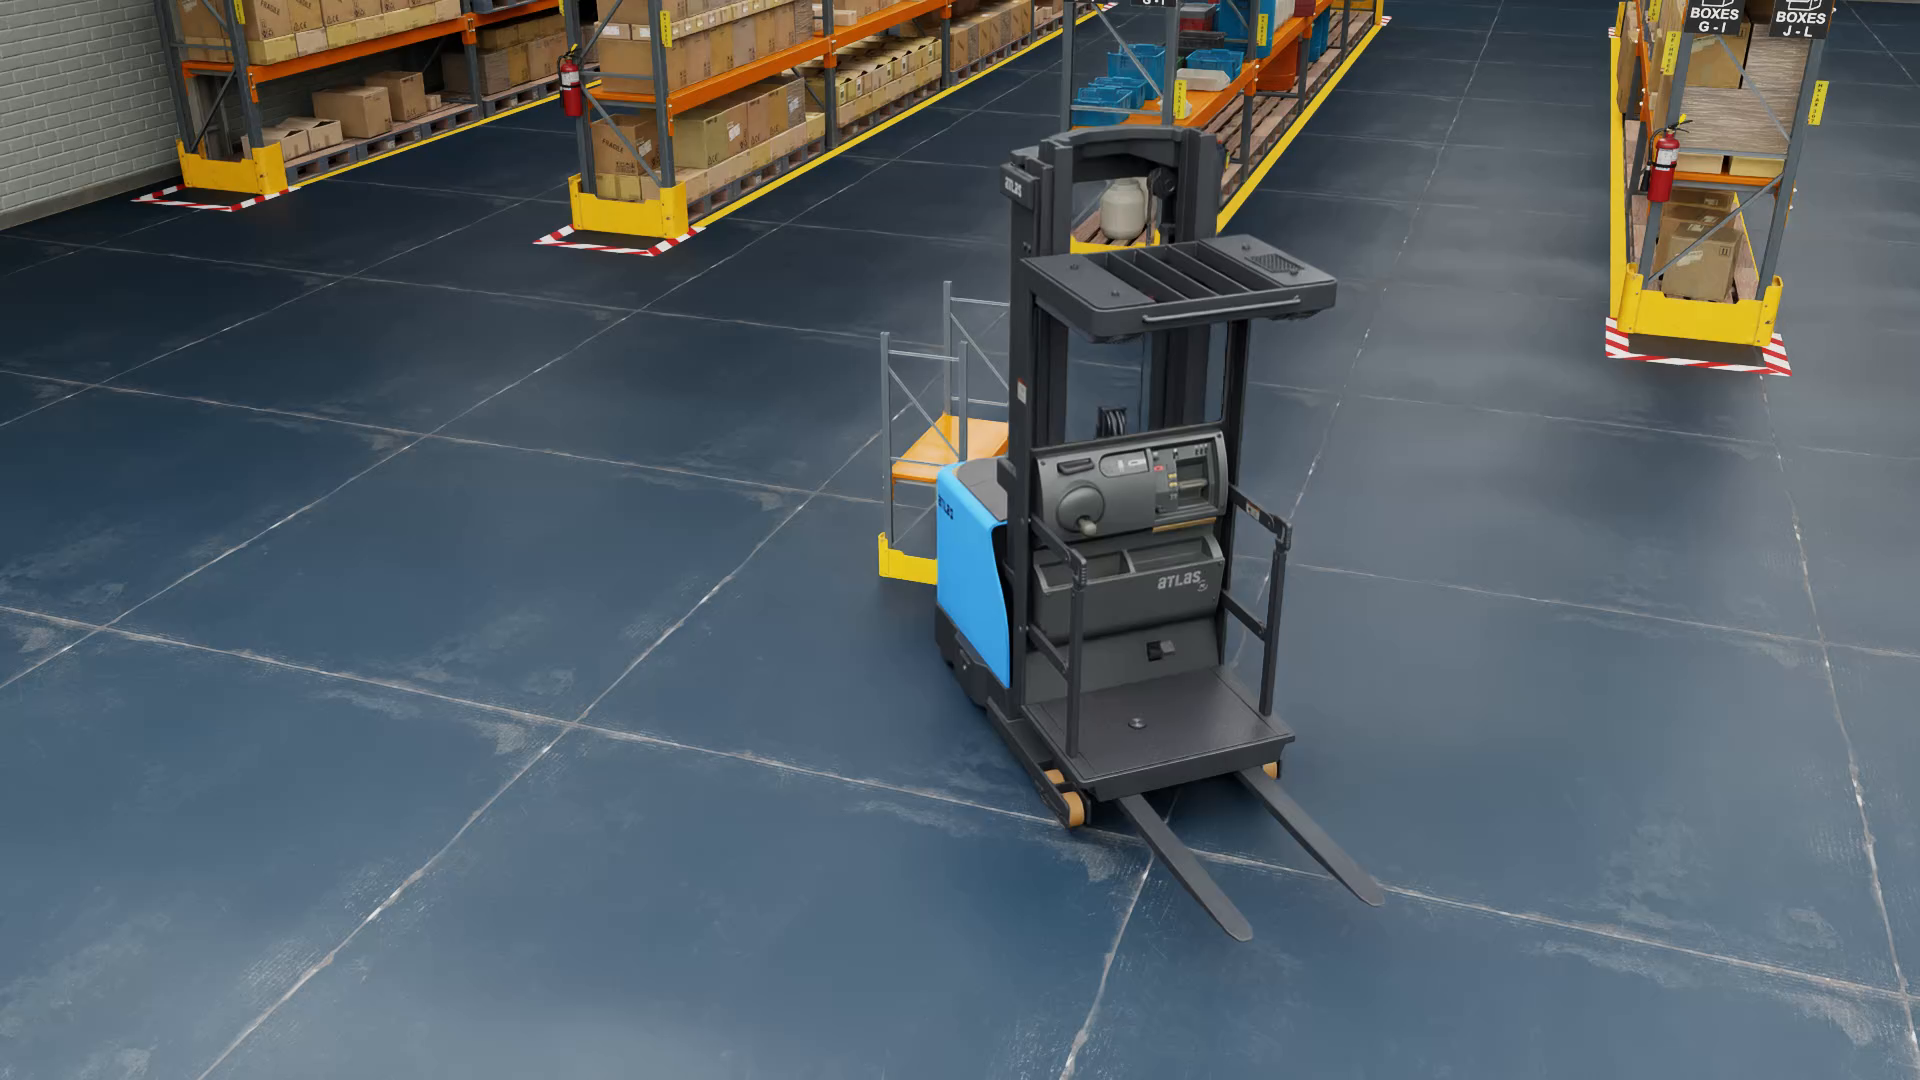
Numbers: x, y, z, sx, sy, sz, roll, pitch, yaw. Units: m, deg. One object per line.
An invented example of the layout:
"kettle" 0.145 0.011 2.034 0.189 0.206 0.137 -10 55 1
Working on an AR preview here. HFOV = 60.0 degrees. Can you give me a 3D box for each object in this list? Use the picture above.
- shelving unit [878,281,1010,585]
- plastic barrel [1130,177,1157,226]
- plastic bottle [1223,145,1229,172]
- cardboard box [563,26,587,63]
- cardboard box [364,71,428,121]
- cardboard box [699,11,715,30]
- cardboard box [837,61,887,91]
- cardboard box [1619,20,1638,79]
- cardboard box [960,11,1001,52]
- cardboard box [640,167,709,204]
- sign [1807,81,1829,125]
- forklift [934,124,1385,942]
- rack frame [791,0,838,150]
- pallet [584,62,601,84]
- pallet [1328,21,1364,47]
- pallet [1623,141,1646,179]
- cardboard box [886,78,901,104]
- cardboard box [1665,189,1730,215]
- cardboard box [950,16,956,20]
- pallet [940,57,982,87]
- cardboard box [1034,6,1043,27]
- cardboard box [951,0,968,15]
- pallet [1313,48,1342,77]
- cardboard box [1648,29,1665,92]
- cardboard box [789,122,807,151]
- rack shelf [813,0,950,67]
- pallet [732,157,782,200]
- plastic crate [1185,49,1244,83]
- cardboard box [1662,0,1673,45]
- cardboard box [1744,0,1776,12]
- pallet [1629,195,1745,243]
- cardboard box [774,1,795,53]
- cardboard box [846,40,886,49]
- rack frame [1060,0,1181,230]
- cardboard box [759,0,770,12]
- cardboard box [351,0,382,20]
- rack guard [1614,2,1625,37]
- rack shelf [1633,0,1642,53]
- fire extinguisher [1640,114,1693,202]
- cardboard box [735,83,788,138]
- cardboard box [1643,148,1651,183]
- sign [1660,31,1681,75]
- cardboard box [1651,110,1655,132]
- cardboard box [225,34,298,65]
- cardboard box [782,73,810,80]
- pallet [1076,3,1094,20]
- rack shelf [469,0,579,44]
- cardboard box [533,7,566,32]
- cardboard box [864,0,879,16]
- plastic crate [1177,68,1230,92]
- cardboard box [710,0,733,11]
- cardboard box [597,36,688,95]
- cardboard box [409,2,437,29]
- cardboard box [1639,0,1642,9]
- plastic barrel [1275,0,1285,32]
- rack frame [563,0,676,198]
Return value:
"shelving unit" -0.025 -0.644 9.858 0.587 1.500 1.083 9 27 17
"plastic barrel" 1.690 -3.311 16.020 0.421 0.512 0.421 0 26 0
"plastic bottle" 2.858 -4.128 17.947 0.061 0.283 0.133 10 28 20
"cardboard box" -5.775 -7.054 23.740 0.700 0.500 0.500 9 27 17
"cardboard box" -6.943 -5.476 20.481 0.500 0.500 0.500 7 27 14
"cardboard box" -2.704 -5.256 16.804 0.380 0.149 0.250 8 27 17
"cardboard box" -1.247 -5.874 20.969 0.500 0.311 0.500 8 27 16
"cardboard box" 9.262 -6.202 21.574 1.225 0.875 0.875 9 27 18
"cardboard box" 0.299 -7.617 24.904 0.500 0.500 0.500 8 27 16
"cardboard box" -2.905 -3.614 16.946 0.500 0.250 0.500 9 27 17
"sign" 6.559 -3.347 12.728 0.100 0.325 0.005 9 27 17
"forklift" 0.865 -0.217 7.335 1.130 2.935 3.031 -10 27 -19
"rack frame" -1.962 -6.118 19.444 1.000 3.000 0.127 9 27 17
"pallet" -5.565 -6.903 24.265 1.003 0.211 1.213 9 27 17
"pallet" 5.982 -8.242 27.030 1.003 0.211 1.213 9 27 17
"pallet" 8.040 -4.248 18.782 1.003 0.211 1.213 9 27 17
"cardboard box" -1.083 -5.832 21.526 0.500 0.250 0.500 9 27 18
"cardboard box" 6.663 -2.860 15.101 0.500 0.500 0.500 11 28 22
"cardboard box" -0.369 -7.466 24.592 0.500 0.500 0.500 8 27 16
"pallet" -0.347 -6.808 24.069 1.003 0.211 1.213 9 27 17
"cardboard box" 1.044 -8.535 27.016 0.500 0.311 0.500 9 27 17
"cardboard box" -0.190 -8.036 24.908 0.500 0.250 0.500 8 27 16
"pallet" 5.074 -7.120 24.713 1.003 0.211 1.213 9 27 17
"cardboard box" 6.971 -4.483 15.610 0.875 0.500 0.500 9 27 17
"cardboard box" -2.086 -4.643 19.072 0.500 0.250 0.500 9 27 17
"rack shelf" -1.297 -6.616 21.299 1.077 0.370 4.000 9 27 17
"pallet" -2.671 -4.039 18.351 1.003 0.211 1.213 9 27 17
"plastic crate" 2.595 -4.837 16.969 0.499 0.251 0.616 9 27 17
"cardboard box" 6.657 -4.750 15.015 0.500 0.500 0.500 9 27 17
"cardboard box" 6.825 -4.262 14.007 0.500 0.500 0.500 9 27 17
"pallet" 7.188 -3.144 16.501 1.003 0.211 1.213 9 27 17
"cardboard box" -2.273 -5.762 18.594 0.700 0.500 0.500 8 27 17
"cardboard box" -1.249 -6.576 22.420 0.500 0.311 0.500 8 27 16
"rack frame" 1.376 -3.755 14.563 1.000 3.000 0.127 9 27 17
"cardboard box" -2.275 -5.791 17.909 0.380 0.149 0.250 10 27 19
"cardboard box" -7.011 -6.250 19.005 0.500 0.500 0.500 10 27 19
"rack guard" 11.379 -8.496 27.224 1.175 0.500 0.348 9 27 17
"rack shelf" 9.375 -6.822 21.723 1.077 0.370 4.000 9 27 17
"fire extinguisher" 5.574 -3.021 13.137 0.296 0.674 0.183 9 27 17
"cardboard box" -2.251 -4.775 18.483 0.500 0.500 0.500 9 27 17
"cardboard box" 7.603 -4.002 17.438 0.700 0.500 0.500 7 27 13
"sign" 5.530 -3.788 12.941 0.100 0.325 0.005 9 27 17
"cardboard box" 6.347 -3.702 14.742 0.380 0.149 0.250 9 27 17
"cardboard box" -7.504 -5.287 17.877 0.500 0.250 0.500 8 27 16
"cardboard box" -2.098 -5.530 20.259 0.500 0.311 0.500 9 27 17
"pallet" 1.741 -9.435 29.496 1.003 0.211 1.213 9 27 17
"rack shelf" -5.969 -7.333 22.779 1.077 0.370 4.000 9 27 17
"cardboard box" -5.743 -7.361 23.514 0.500 0.250 0.500 9 27 18
"cardboard box" -1.349 -6.899 20.942 0.500 0.500 0.500 9 27 18
"plastic crate" 2.406 -4.576 16.561 0.530 0.136 0.437 9 27 17
"cardboard box" -2.771 -5.739 17.058 0.700 0.500 0.500 9 27 18
"cardboard box" -3.126 -4.709 16.420 0.700 0.500 0.500 9 27 17
"cardboard box" -6.680 -6.334 20.040 0.500 0.250 0.500 9 27 18
"cardboard box" 8.981 -7.026 21.204 0.500 0.500 0.500 8 27 16
"plastic barrel" 3.621 -6.300 19.664 0.433 0.535 0.433 0 26 0
"rack frame" -3.293 -4.474 16.049 1.000 3.000 0.127 9 27 17
